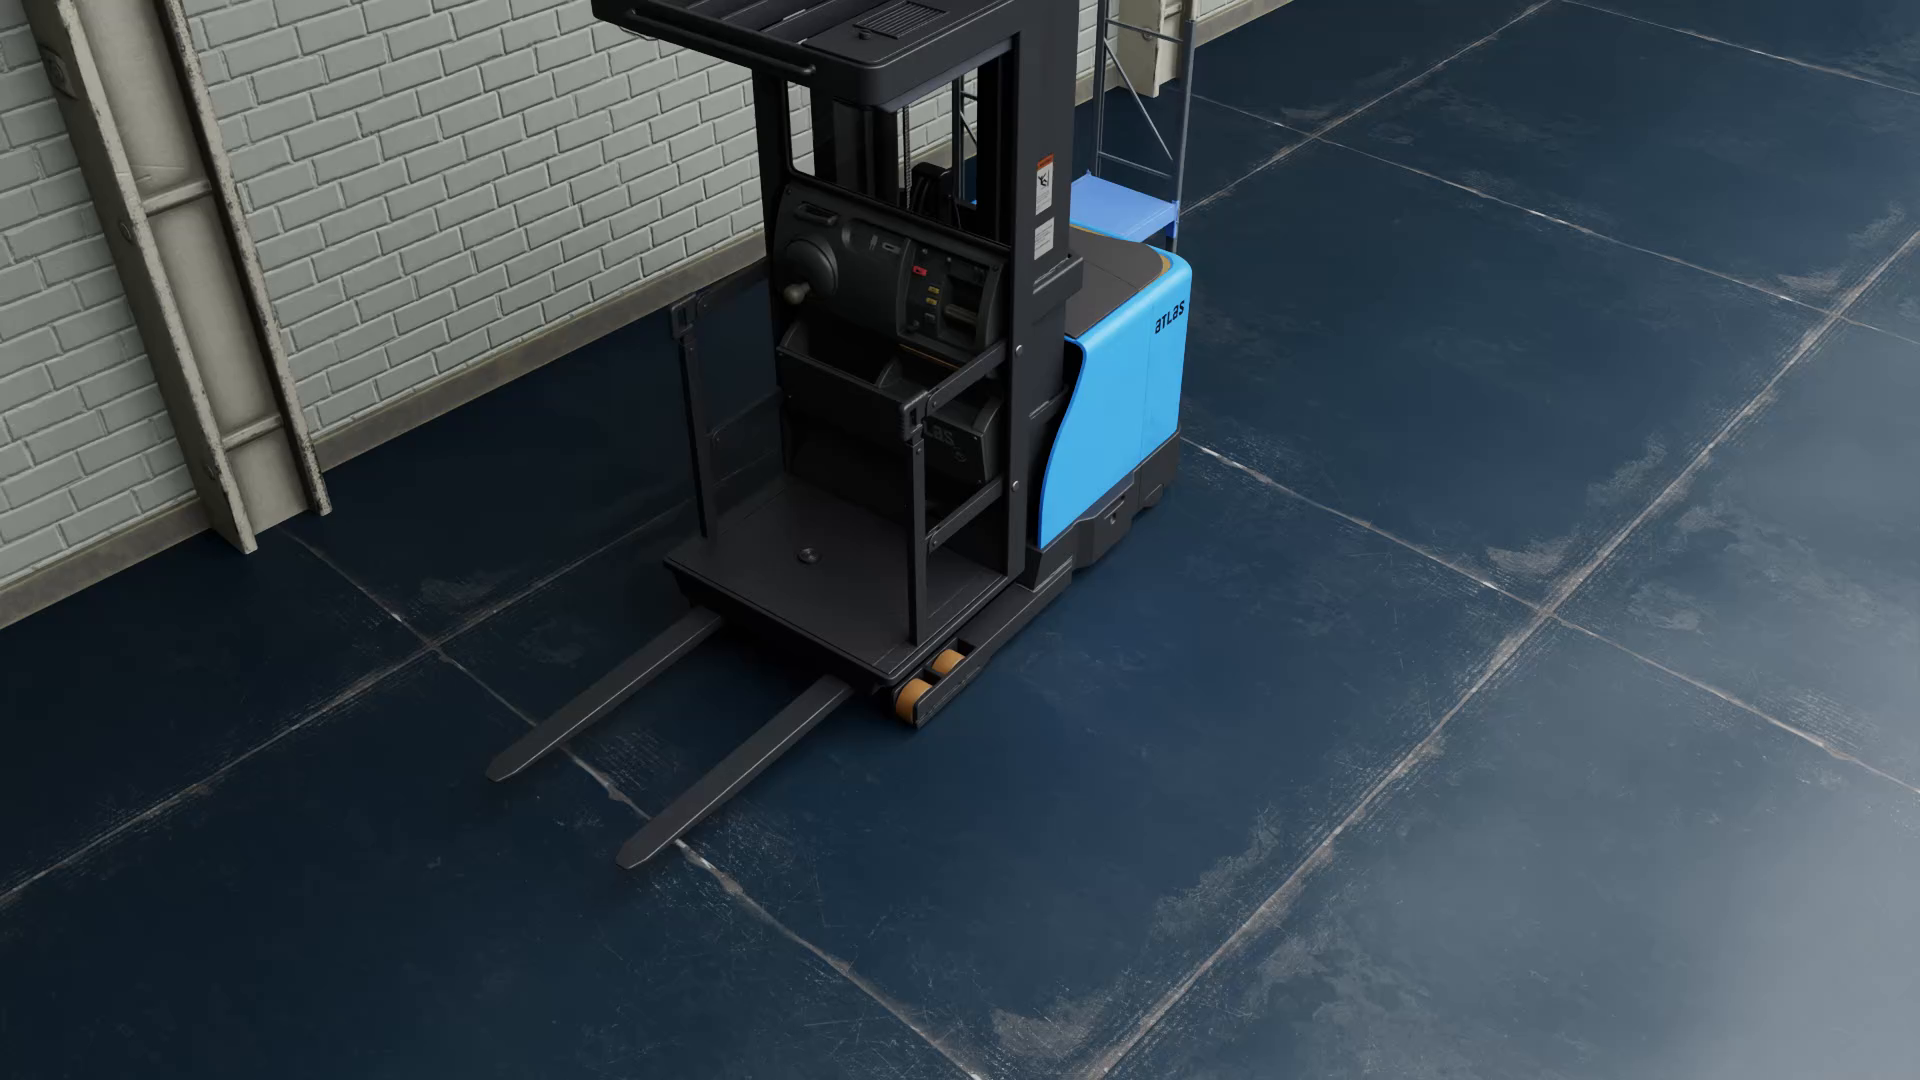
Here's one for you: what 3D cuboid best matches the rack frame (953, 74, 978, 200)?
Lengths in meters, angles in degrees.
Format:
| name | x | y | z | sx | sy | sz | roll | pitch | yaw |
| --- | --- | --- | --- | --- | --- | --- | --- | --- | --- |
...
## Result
| name | x | y | z | sx | sy | sz | roll | pitch | yaw |
| --- | --- | --- | --- | --- | --- | --- | --- | --- | --- |
| rack frame | 0.173 | -1.243 | 7.109 | 0.500 | 1.500 | 0.032 | 27 | 46 | 30 |

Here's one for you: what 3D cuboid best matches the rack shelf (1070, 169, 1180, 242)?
| name | x | y | z | sx | sy | sz | roll | pitch | yaw |
| --- | --- | --- | --- | --- | --- | --- | --- | --- | --- |
| rack shelf | 0.494 | -1.348 | 7.529 | 0.538 | 0.185 | 1.000 | 27 | 46 | 30 |

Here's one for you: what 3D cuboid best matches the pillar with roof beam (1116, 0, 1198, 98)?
| name | x | y | z | sx | sy | sz | roll | pitch | yaw |
| --- | --- | --- | --- | --- | --- | --- | --- | --- | --- |
| pillar with roof beam | 4.377 | -4.567 | 5.263 | 9.100 | 9.000 | 0.400 | 30 | 47 | 32 |

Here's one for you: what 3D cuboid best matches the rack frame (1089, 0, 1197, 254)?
| name | x | y | z | sx | sy | sz | roll | pitch | yaw |
| --- | --- | --- | --- | --- | --- | --- | --- | --- | --- |
| rack frame | 0.815 | -1.734 | 7.725 | 0.500 | 1.500 | 0.032 | 27 | 46 | 30 |

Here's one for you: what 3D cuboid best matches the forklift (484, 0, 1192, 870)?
| name | x | y | z | sx | sy | sz | roll | pitch | yaw |
| --- | --- | --- | --- | --- | --- | --- | --- | --- | --- |
| forklift | -0.380 | -0.834 | 5.444 | 1.130 | 2.935 | 3.031 | 25 | 45 | 28 |

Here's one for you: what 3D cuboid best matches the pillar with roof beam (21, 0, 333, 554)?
| name | x | y | z | sx | sy | sz | roll | pitch | yaw |
| --- | --- | --- | --- | --- | --- | --- | --- | --- | --- |
| pillar with roof beam | 0.329 | -1.811 | 1.797 | 9.100 | 9.000 | 0.400 | 30 | 47 | 32 |

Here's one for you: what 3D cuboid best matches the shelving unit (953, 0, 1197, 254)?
| name | x | y | z | sx | sy | sz | roll | pitch | yaw |
| --- | --- | --- | --- | --- | --- | --- | --- | --- | --- |
| shelving unit | 0.494 | -1.489 | 7.417 | 0.538 | 1.500 | 1.048 | 27 | 46 | 30 |
